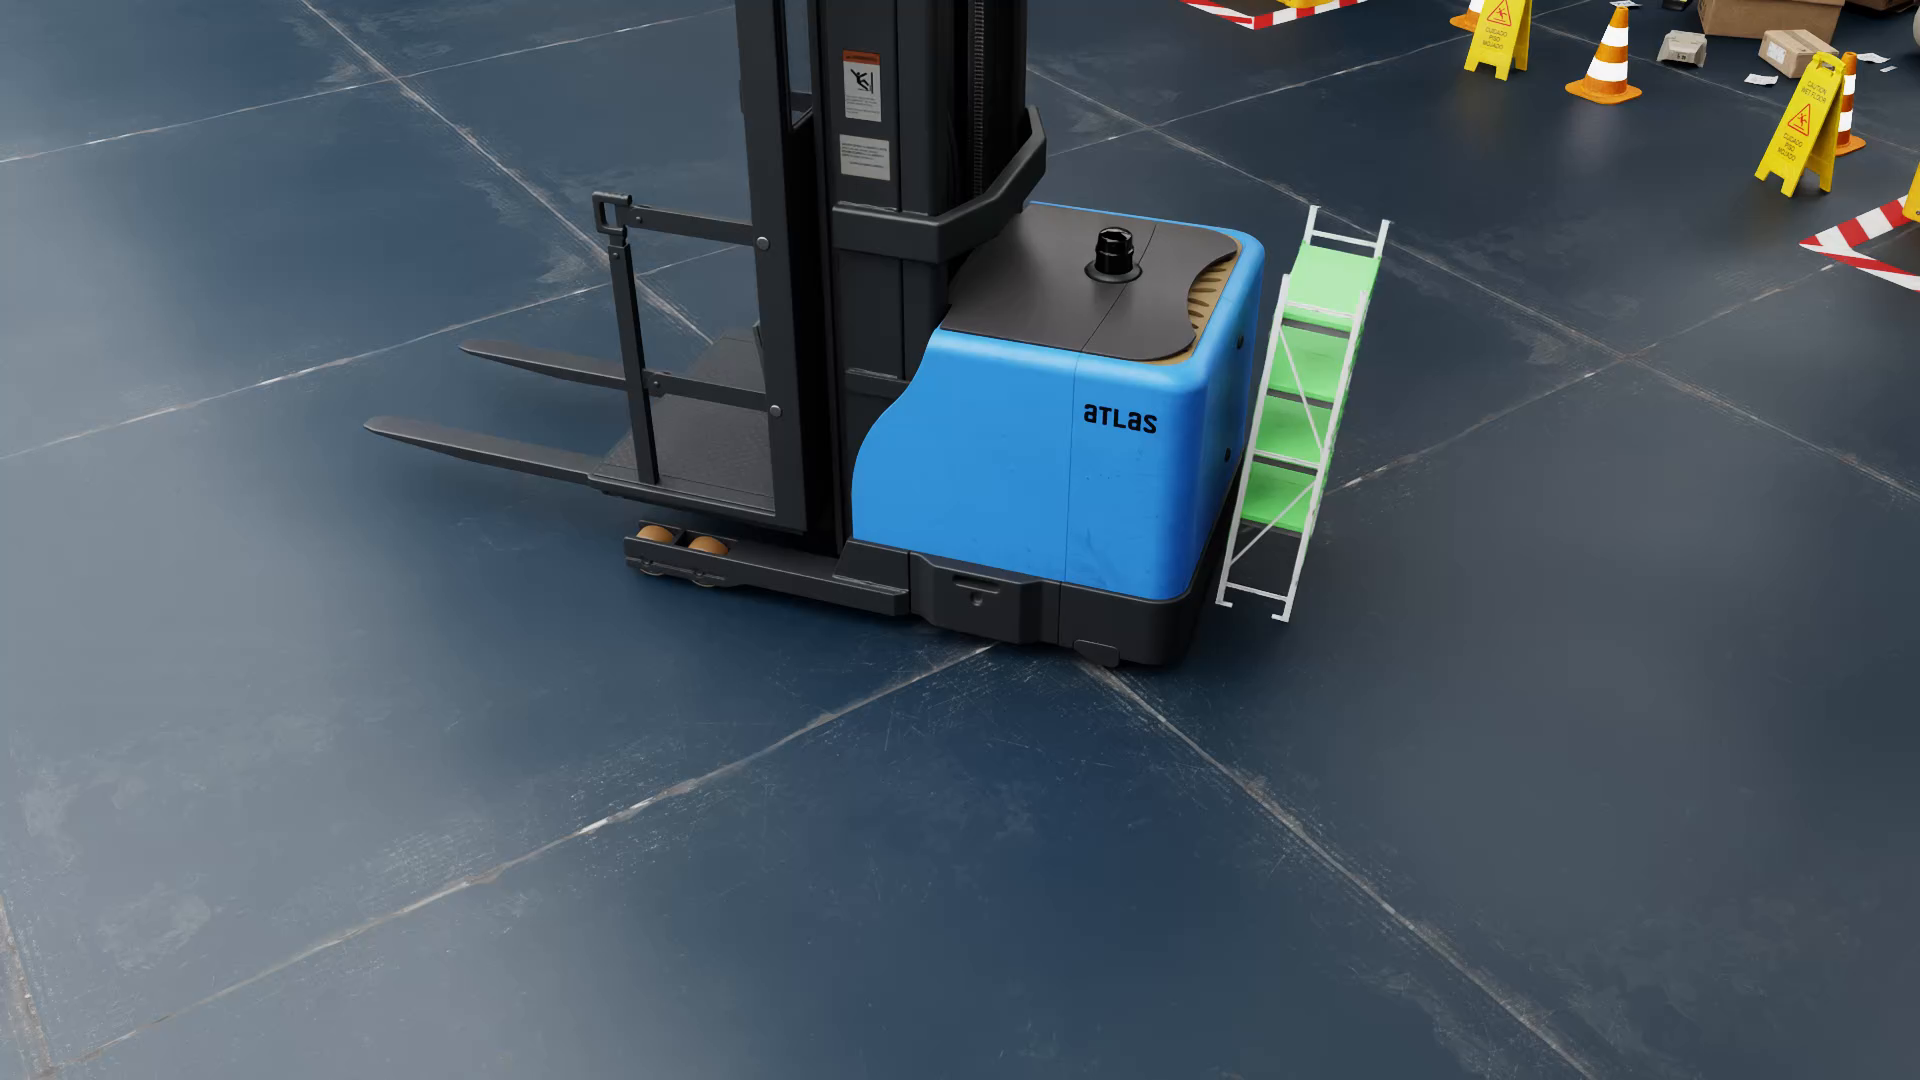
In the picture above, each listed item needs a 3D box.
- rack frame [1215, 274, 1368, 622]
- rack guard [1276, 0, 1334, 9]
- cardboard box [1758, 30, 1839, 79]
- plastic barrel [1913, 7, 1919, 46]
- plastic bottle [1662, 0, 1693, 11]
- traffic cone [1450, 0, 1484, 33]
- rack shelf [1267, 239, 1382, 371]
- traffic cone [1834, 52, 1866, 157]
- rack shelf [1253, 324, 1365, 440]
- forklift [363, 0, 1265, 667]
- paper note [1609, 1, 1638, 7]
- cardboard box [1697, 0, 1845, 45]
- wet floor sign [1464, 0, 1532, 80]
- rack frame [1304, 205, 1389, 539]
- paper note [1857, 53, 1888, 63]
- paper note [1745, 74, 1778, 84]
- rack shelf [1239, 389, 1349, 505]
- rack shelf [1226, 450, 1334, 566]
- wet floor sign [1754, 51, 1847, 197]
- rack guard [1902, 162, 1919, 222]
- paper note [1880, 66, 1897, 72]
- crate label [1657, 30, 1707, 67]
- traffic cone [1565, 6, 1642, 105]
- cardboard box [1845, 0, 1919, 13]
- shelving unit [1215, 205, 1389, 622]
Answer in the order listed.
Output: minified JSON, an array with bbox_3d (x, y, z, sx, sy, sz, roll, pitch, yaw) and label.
[{"bbox_3d":[0.990,-0.245,5.048,0.240,1.200,0.015,15,38,13],"label":"rack frame"},{"bbox_3d":[1.914,-3.829,10.645,0.348,0.500,1.175,-22,41,-28],"label":"rack guard"},{"bbox_3d":[4.775,-2.771,9.475,0.250,0.149,0.380,-3,36,-4],"label":"cardboard box"},{"bbox_3d":[5.684,-2.895,9.412,0.421,0.421,0.512,3,36,4],"label":"plastic barrel"},{"bbox_3d":[4.505,-3.387,10.407,0.133,0.061,0.283,22,41,28],"label":"plastic bottle"},{"bbox_3d":[3.185,-3.323,9.974,0.334,0.463,0.336,-22,41,-28],"label":"traffic cone"},{"bbox_3d":[1.096,-0.711,4.985,0.258,0.148,0.480,15,38,13],"label":"rack shelf"},{"bbox_3d":[4.476,-2.254,8.487,0.334,0.463,0.336,-22,41,-28],"label":"traffic cone"},{"bbox_3d":[1.080,-0.520,5.129,0.258,0.148,0.480,15,38,13],"label":"rack shelf"},{"bbox_3d":[-0.595,-1.311,5.062,3.031,2.935,1.130,11,37,15],"label":"forklift"},{"bbox_3d":[4.159,-3.349,10.381,0.142,0.017,0.144,-9,37,-12],"label":"paper note"},{"bbox_3d":[4.845,-3.309,9.920,0.797,0.503,0.637,9,37,12],"label":"cardboard box"},{"bbox_3d":[3.050,-2.941,9.287,0.267,0.644,0.232,30,45,35],"label":"wet floor sign"},{"bbox_3d":[1.146,-0.515,5.423,0.240,1.200,0.015,15,38,13],"label":"rack frame"},{"bbox_3d":[5.274,-2.795,9.620,0.142,0.019,0.148,-9,37,-12],"label":"paper note"},{"bbox_3d":[4.493,-2.586,9.319,0.148,0.019,0.142,22,41,28],"label":"paper note"},{"bbox_3d":[1.064,-0.329,5.274,0.258,0.148,0.480,15,38,13],"label":"rack shelf"},{"bbox_3d":[1.047,-0.138,5.418,0.258,0.148,0.480,15,38,13],"label":"rack shelf"},{"bbox_3d":[4.096,-2.014,7.998,0.232,0.644,0.267,-9,37,-12],"label":"wet floor sign"},{"bbox_3d":[4.930,-1.534,7.455,0.348,0.500,1.175,-22,41,-28],"label":"rack guard"},{"bbox_3d":[5.289,-2.683,9.472,0.123,0.001,0.032,-22,41,-28],"label":"paper note"},{"bbox_3d":[4.165,-2.831,9.569,0.250,0.136,0.298,15,38,20],"label":"crate label"},{"bbox_3d":[3.558,-2.669,9.065,0.334,0.463,0.336,-22,41,-28],"label":"traffic cone"},{"bbox_3d":[5.604,-3.682,10.323,0.503,0.637,0.797,-22,41,-28],"label":"cardboard box"},{"bbox_3d":[1.068,-0.380,5.235,0.258,1.200,0.503,15,38,13],"label":"shelving unit"}]
